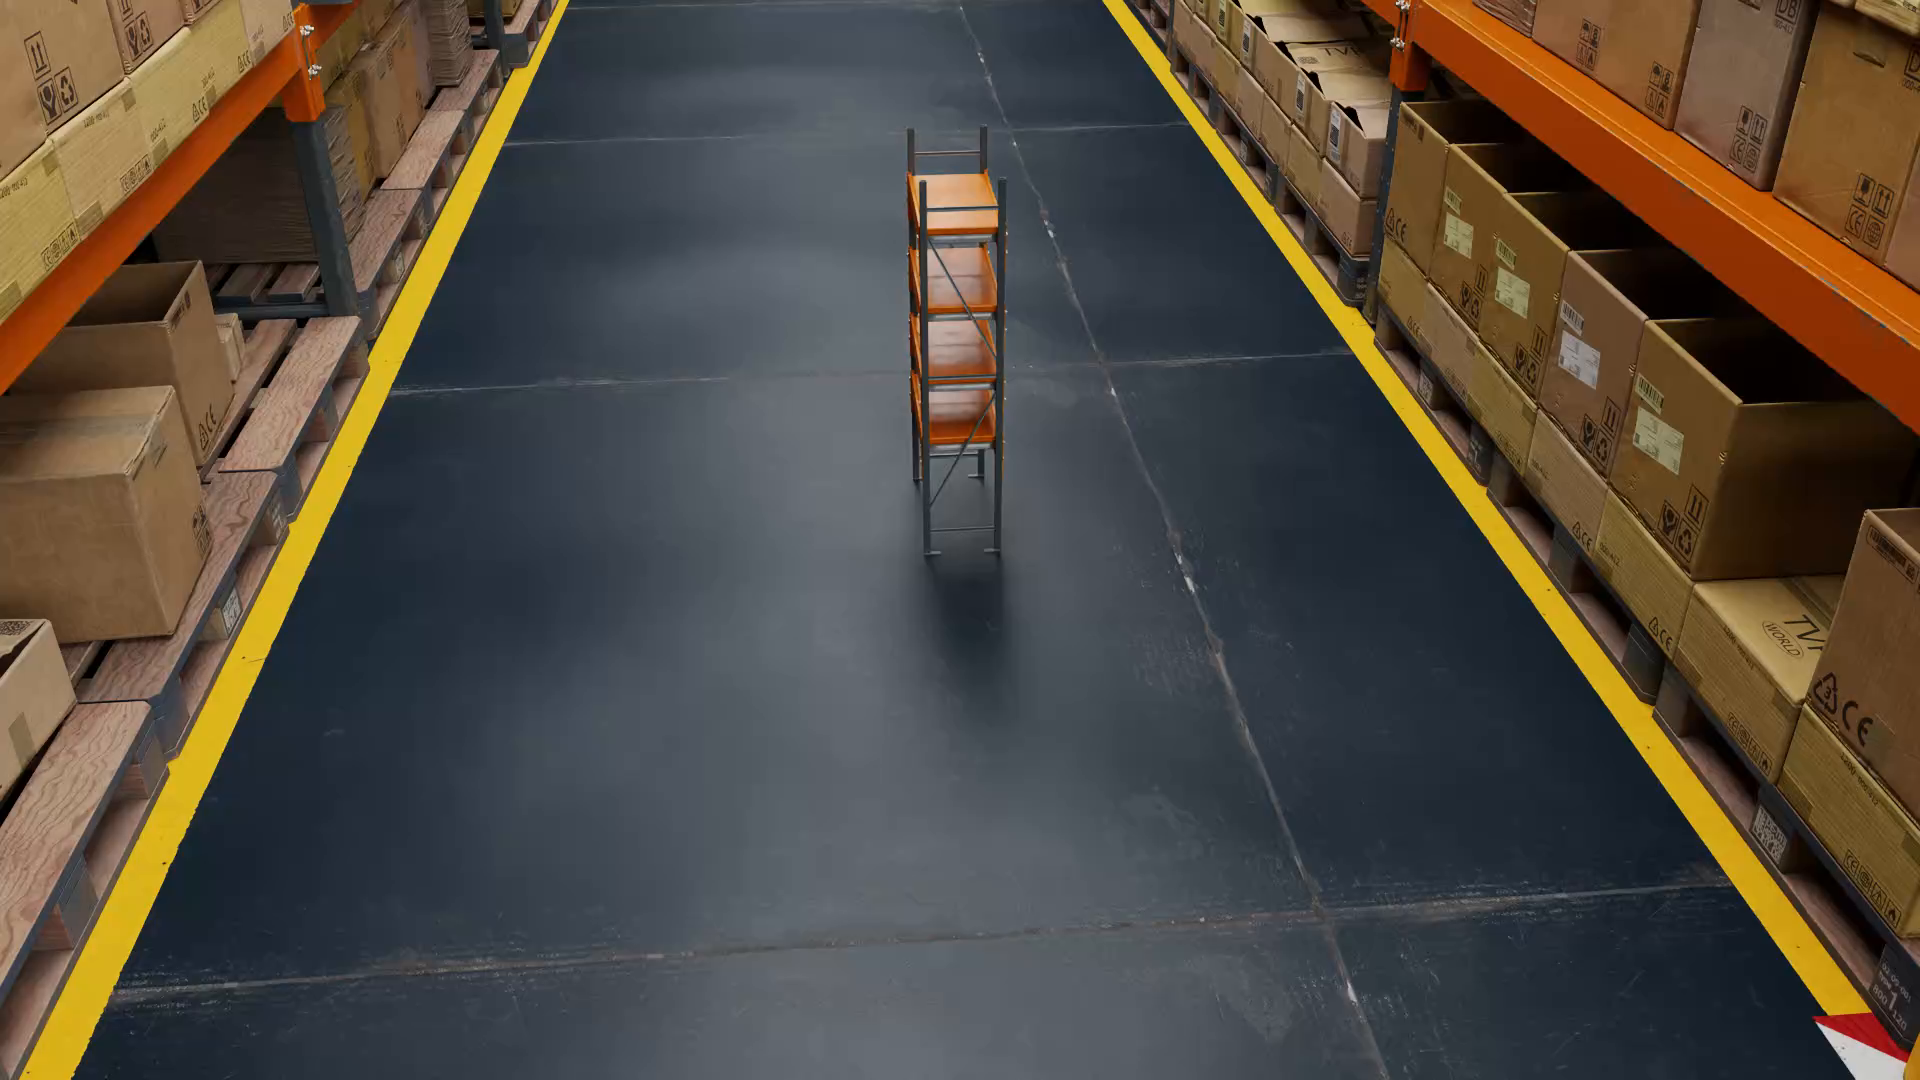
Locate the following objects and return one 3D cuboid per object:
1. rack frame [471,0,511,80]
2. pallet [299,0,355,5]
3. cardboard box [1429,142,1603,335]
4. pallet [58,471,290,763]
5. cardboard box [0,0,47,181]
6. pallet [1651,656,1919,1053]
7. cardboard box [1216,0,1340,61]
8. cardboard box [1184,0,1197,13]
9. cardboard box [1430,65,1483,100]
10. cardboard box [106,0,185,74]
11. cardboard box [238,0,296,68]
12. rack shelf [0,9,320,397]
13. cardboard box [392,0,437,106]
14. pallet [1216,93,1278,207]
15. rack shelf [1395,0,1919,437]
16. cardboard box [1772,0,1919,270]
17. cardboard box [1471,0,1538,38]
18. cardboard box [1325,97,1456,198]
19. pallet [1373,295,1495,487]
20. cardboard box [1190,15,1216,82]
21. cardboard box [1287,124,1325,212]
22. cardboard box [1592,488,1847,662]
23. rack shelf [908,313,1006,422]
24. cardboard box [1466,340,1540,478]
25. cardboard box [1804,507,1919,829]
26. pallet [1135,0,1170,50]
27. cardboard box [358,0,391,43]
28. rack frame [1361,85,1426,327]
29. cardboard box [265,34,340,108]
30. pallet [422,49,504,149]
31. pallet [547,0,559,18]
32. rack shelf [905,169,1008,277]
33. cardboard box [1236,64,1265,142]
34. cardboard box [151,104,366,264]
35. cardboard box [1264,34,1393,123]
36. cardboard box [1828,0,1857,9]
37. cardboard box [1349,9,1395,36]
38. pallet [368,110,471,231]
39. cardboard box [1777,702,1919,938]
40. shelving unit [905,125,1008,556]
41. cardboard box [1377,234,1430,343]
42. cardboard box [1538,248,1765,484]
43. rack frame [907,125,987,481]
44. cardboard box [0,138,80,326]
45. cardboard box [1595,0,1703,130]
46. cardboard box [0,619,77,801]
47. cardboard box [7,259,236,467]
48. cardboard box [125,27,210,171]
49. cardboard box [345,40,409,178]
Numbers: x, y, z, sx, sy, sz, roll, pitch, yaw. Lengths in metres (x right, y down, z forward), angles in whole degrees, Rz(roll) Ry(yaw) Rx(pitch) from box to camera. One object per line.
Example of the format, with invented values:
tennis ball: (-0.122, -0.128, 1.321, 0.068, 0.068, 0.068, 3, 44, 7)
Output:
rack frame: (-3.163, -4.002, 9.025, 1.000, 3.000, 0.127, -3, 31, -5)
pallet: (-2.716, -2.275, 6.320, 1.003, 0.211, 1.213, -3, 31, -5)
cardboard box: (1.929, -1.014, 5.563, 0.500, 0.500, 0.500, -3, 31, -5)
pallet: (-2.574, 0.203, 4.704, 1.003, 0.211, 1.213, -3, 31, -5)
cardboard box: (-2.239, -0.959, 3.325, 0.500, 0.500, 0.500, -4, 31, -6)
pallet: (2.403, 0.652, 3.953, 1.003, 0.211, 1.213, -3, 31, -5)
cardboard box: (1.628, -2.672, 8.523, 0.500, 0.311, 0.500, -4, 31, -6)
cardboard box: (1.525, -3.200, 9.408, 0.500, 0.311, 0.500, -2, 31, -3)
cardboard box: (2.311, -1.918, 7.261, 0.500, 0.311, 0.500, -3, 31, -5)
cardboard box: (-2.348, -1.487, 4.210, 0.500, 0.500, 0.500, -4, 31, -6)
cardboard box: (-2.443, -1.677, 5.259, 0.500, 0.250, 0.500, -3, 31, -4)
rack shelf: (-2.602, -0.630, 4.081, 1.077, 0.370, 4.000, -3, 31, -5)
cardboard box: (-3.111, -2.484, 8.492, 0.700, 0.500, 0.500, -3, 31, -5)
pallet: (1.918, -2.000, 8.393, 1.003, 0.211, 1.213, -3, 31, -5)
rack shelf: (2.330, -0.869, 4.481, 1.077, 0.370, 4.000, -3, 31, -5)
cardboard box: (2.391, -0.960, 3.835, 0.700, 0.500, 0.500, -3, 31, -4)
cardboard box: (2.190, -2.016, 5.602, 0.700, 0.500, 0.500, -4, 31, -6)
cardboard box: (1.819, -1.633, 6.783, 0.500, 0.311, 0.500, -3, 31, -5)
pallet: (2.175, -0.594, 6.038, 1.003, 0.211, 1.213, -3, 31, -5)
cardboard box: (1.573, -2.703, 9.122, 0.500, 0.250, 0.500, -4, 31, -6)
cardboard box: (1.770, -1.655, 7.367, 0.500, 0.250, 0.500, -3, 31, -5)
cardboard box: (2.065, 0.074, 4.473, 0.500, 0.250, 0.500, -3, 31, -5)
rack shelf: (-0.015, -0.542, 5.118, 0.258, 0.148, 0.480, -3, 31, -5)
cardboard box: (1.967, -0.436, 5.327, 0.500, 0.250, 0.500, -3, 31, -5)
cardboard box: (2.170, 0.262, 3.427, 0.500, 0.500, 0.500, -3, 31, -5)
pallet: (1.737, -3.427, 10.782, 1.003, 0.211, 1.213, -3, 31, -5)
cardboard box: (-3.000, -2.518, 7.818, 0.500, 0.250, 0.500, -3, 31, -5)
rack frame: (2.143, -2.199, 6.006, 1.000, 3.000, 0.127, -3, 31, -5)
cardboard box: (-2.919, -1.997, 6.946, 0.500, 0.250, 0.500, -3, 31, -6)
pallet: (-3.091, -2.406, 9.072, 1.003, 0.211, 1.213, -3, 31, -5)
pallet: (-3.272, -3.832, 11.460, 1.003, 0.211, 1.213, -3, 31, -5)
rack shelf: (-0.015, -0.937, 4.882, 0.258, 0.148, 0.480, -3, 31, -5)
cardboard box: (1.675, -2.176, 8.240, 0.500, 0.250, 0.500, -2, 31, -4)
cardboard box: (-2.874, -1.450, 6.762, 0.700, 0.500, 0.500, -2, 31, -3)
cardboard box: (1.720, -2.153, 7.654, 0.500, 0.311, 0.500, -3, 31, -5)
cardboard box: (2.169, -1.325, 3.813, 0.380, 0.149, 0.250, -2, 31, -3)
cardboard box: (2.207, -2.447, 8.147, 0.500, 0.311, 0.500, -2, 31, -3)
pallet: (-2.980, -1.784, 8.031, 1.003, 0.211, 1.213, -3, 31, -5)
cardboard box: (2.172, 0.584, 3.619, 0.500, 0.250, 0.500, -3, 31, -5)
shelving unit: (-0.015, -0.600, 5.084, 0.258, 1.200, 0.503, -3, 31, -5)
cardboard box: (1.884, -0.948, 6.183, 0.500, 0.250, 0.500, -3, 31, -5)
cardboard box: (2.017, -0.503, 4.708, 0.500, 0.500, 0.500, -3, 31, -5)
rack frame: (-0.038, -0.724, 5.292, 0.240, 1.200, 0.015, -3, 31, -5)
cardboard box: (-2.249, -0.651, 3.541, 0.500, 0.250, 0.500, -3, 31, -5)
cardboard box: (2.289, -1.490, 4.722, 0.700, 0.500, 0.500, -2, 31, -4)
cardboard box: (-2.444, 0.399, 3.849, 0.500, 0.311, 0.500, 0, 31, 0)
cardboard box: (-2.652, -0.548, 5.250, 0.500, 0.500, 0.500, -5, 31, -8)
cardboard box: (-2.342, -1.166, 4.403, 0.500, 0.250, 0.500, -3, 31, -5)
cardboard box: (-2.980, -1.974, 7.639, 0.700, 0.500, 0.500, -2, 31, -4)
